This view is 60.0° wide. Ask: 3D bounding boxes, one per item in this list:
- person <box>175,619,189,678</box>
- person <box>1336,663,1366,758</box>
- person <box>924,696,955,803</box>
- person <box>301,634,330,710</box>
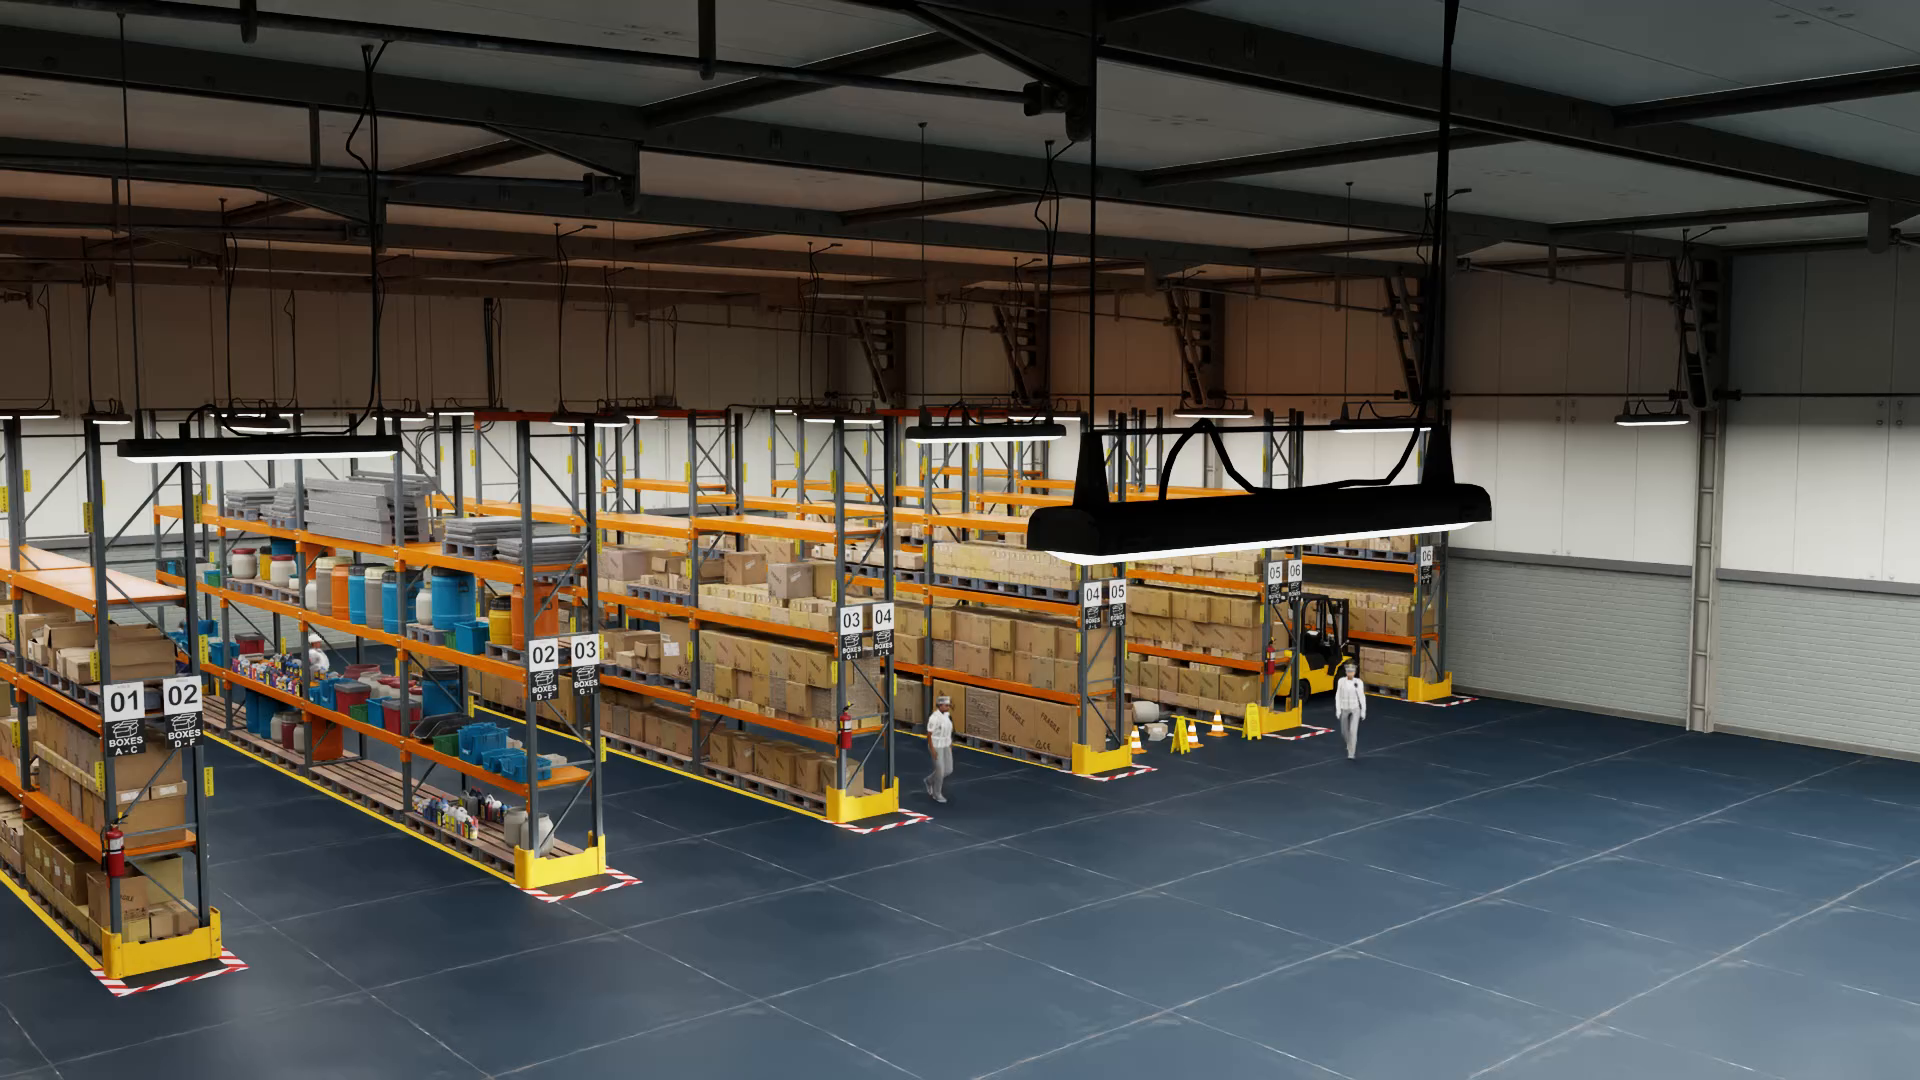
[{"bbox_3d":[-16.364,2.449,34.924,0.793,1.609,0.484,0,5,-2],"label":"person"},{"bbox_3d":[6.830,2.959,29.068,0.511,1.644,0.842,2,6,26],"label":"person"},{"bbox_3d":[-0.366,3.235,26.004,0.554,1.658,0.540,4,6,38],"label":"person"},{"bbox_3d":[-12.274,2.658,31.929,0.929,1.731,0.569,0,5,-3],"label":"person"}]
